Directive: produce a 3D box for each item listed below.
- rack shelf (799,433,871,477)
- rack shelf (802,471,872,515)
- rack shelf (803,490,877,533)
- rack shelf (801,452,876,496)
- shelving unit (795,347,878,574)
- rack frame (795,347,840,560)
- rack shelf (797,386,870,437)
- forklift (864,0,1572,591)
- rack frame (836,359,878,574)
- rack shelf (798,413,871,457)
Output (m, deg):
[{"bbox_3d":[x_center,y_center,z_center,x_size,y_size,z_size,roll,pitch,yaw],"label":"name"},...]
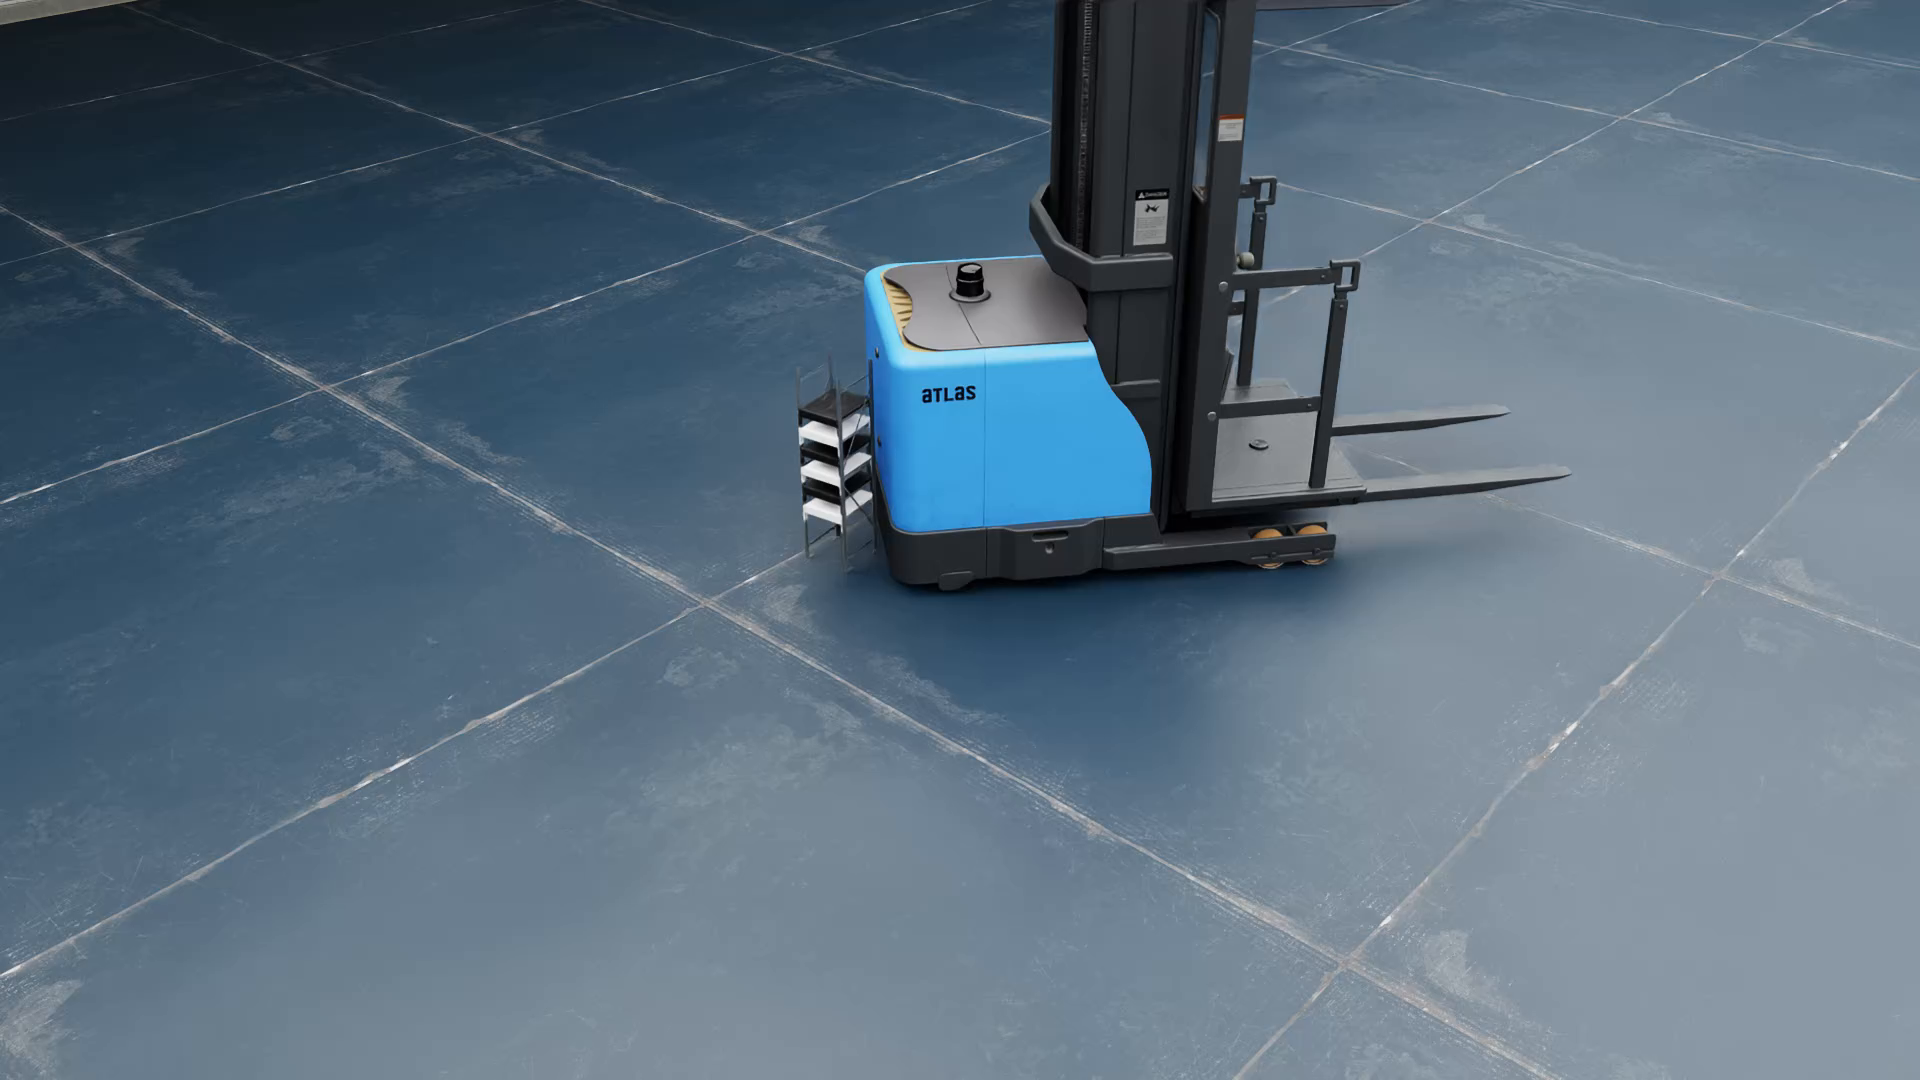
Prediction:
[{"bbox_3d":[-0.507,-0.372,6.886,0.200,0.077,0.258,18,36,28],"label":"rack shelf"},{"bbox_3d":[-0.507,-0.218,6.979,0.200,0.077,0.258,18,36,28],"label":"rack shelf"},{"bbox_3d":[-0.507,-0.141,7.025,0.200,0.077,0.258,18,36,28],"label":"rack shelf"},{"bbox_3d":[-0.507,-0.295,6.933,0.200,0.077,0.258,18,36,28],"label":"rack shelf"},{"bbox_3d":[-0.507,-0.324,6.915,0.210,0.900,0.258,18,36,28],"label":"shelving unit"},{"bbox_3d":[-0.592,-0.352,6.963,0.006,0.900,0.240,18,36,28],"label":"rack frame"},{"bbox_3d":[-0.507,-0.527,6.793,0.200,0.077,0.258,18,36,28],"label":"rack shelf"},{"bbox_3d":[1.141,-1.397,6.729,3.031,2.935,1.130,-5,31,-8],"label":"forklift"},{"bbox_3d":[-0.421,-0.296,6.868,0.006,0.900,0.240,18,36,28],"label":"rack frame"},{"bbox_3d":[-0.507,-0.450,6.840,0.200,0.077,0.258,18,36,28],"label":"rack shelf"}]
